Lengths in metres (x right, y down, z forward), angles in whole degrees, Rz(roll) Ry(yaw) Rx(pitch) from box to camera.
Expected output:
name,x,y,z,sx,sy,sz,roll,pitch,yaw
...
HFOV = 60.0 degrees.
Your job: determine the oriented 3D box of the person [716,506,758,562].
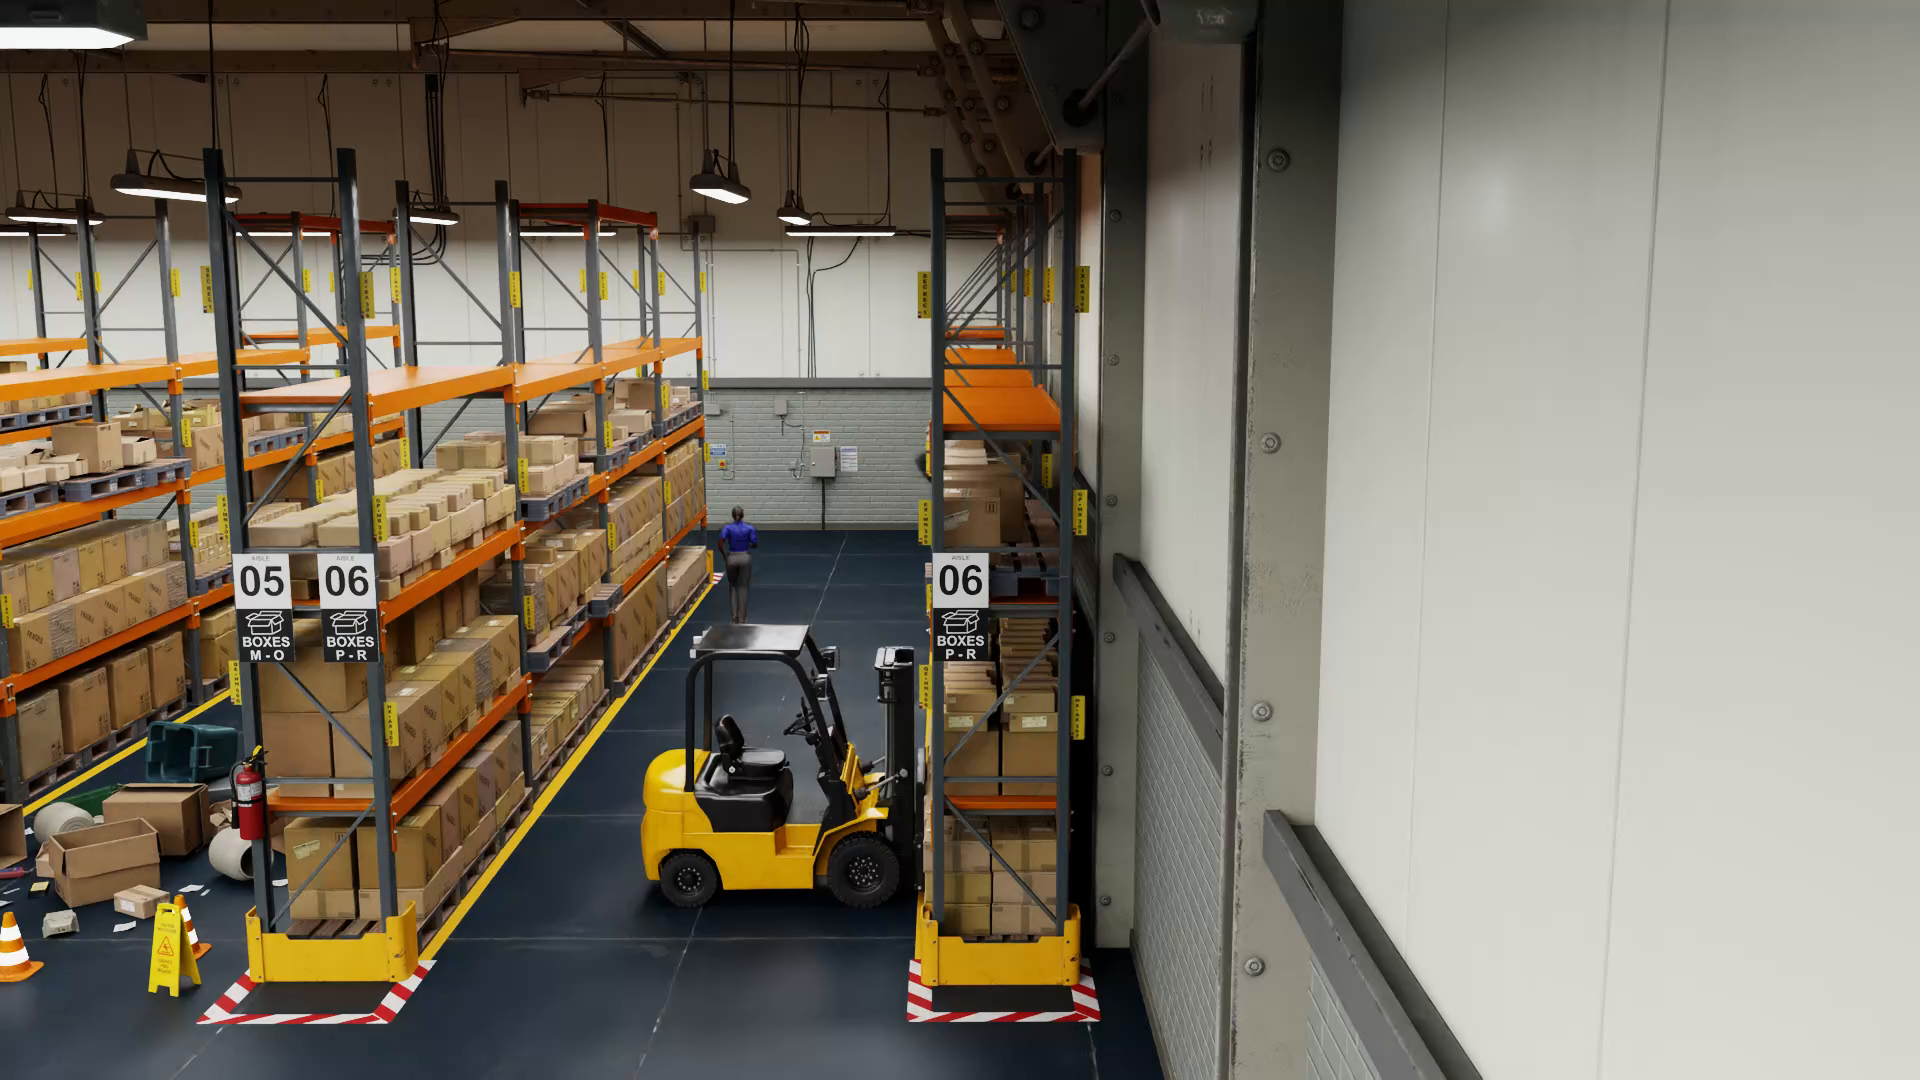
name,x,y,z,sx,sy,sz,roll,pitch,yaw
person,-3.091,-0.085,23.147,0.555,0.786,0.611,-1,9,-3
